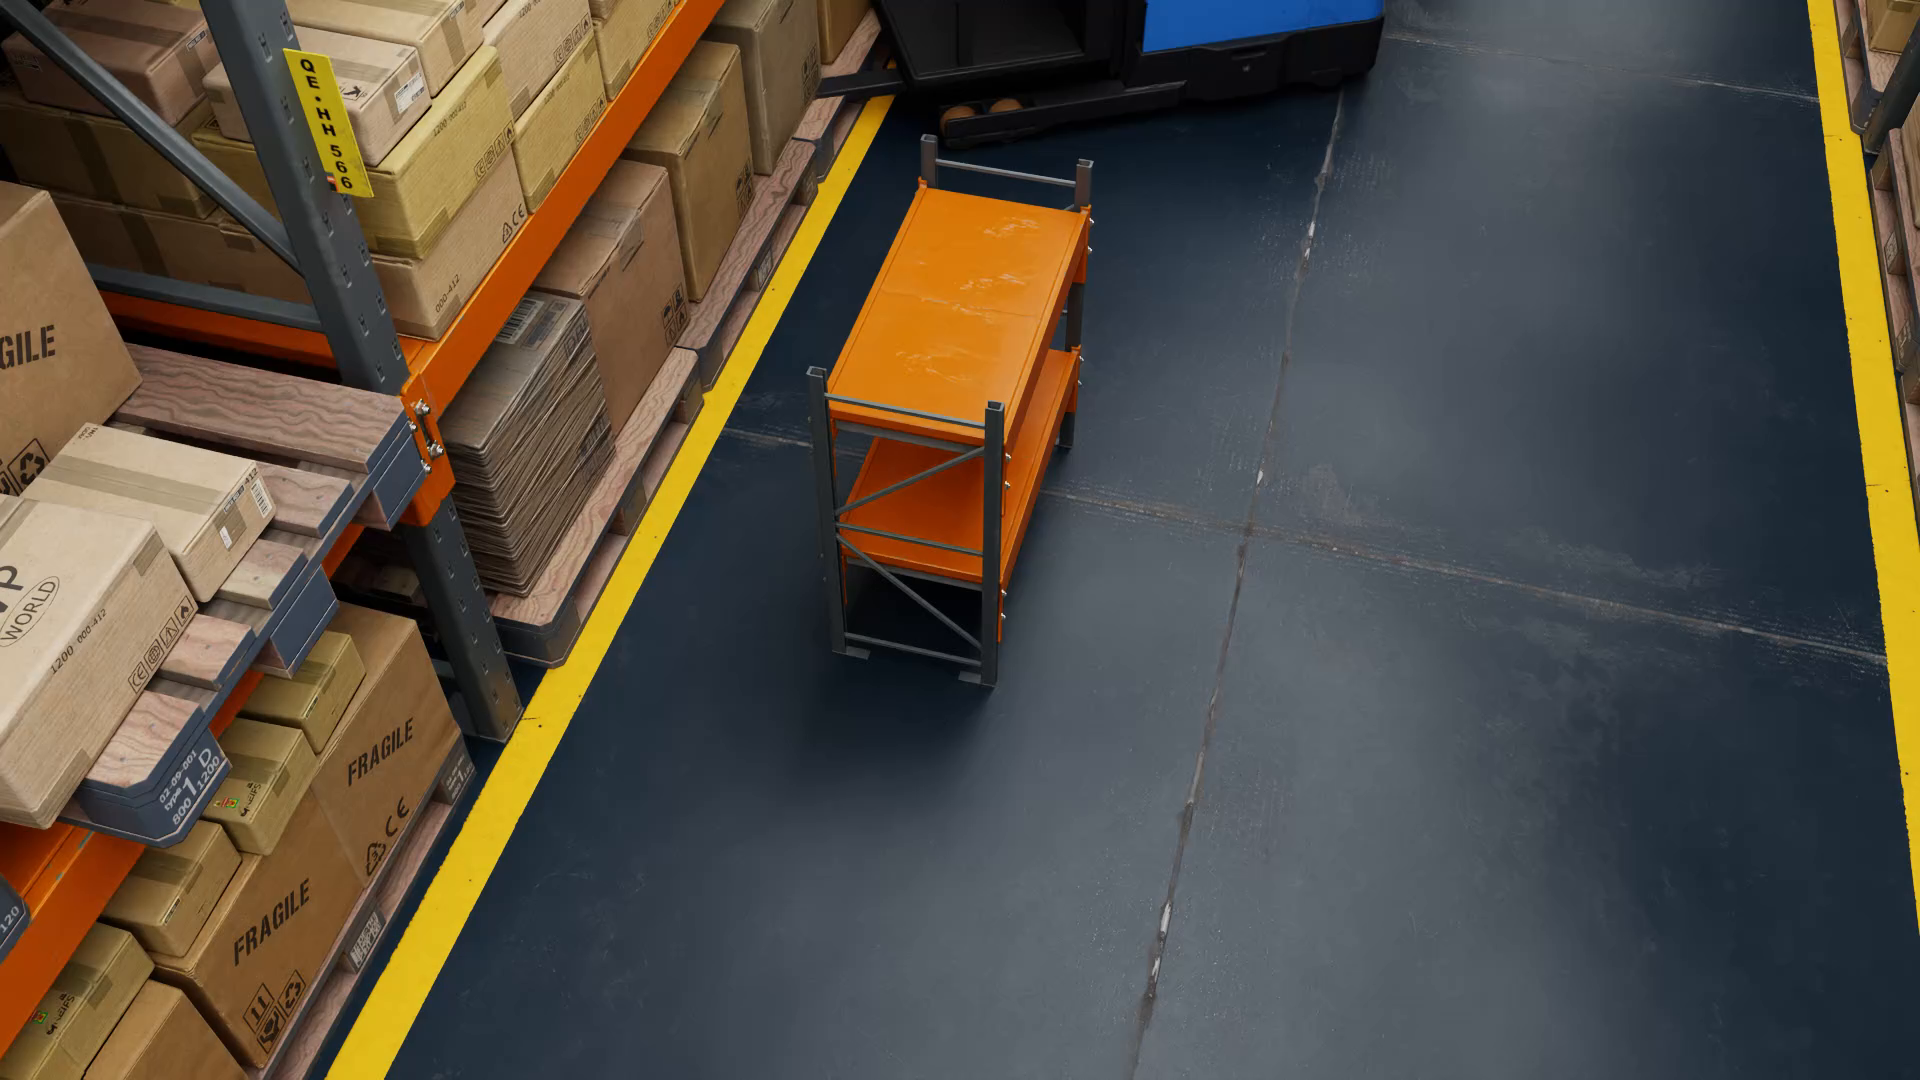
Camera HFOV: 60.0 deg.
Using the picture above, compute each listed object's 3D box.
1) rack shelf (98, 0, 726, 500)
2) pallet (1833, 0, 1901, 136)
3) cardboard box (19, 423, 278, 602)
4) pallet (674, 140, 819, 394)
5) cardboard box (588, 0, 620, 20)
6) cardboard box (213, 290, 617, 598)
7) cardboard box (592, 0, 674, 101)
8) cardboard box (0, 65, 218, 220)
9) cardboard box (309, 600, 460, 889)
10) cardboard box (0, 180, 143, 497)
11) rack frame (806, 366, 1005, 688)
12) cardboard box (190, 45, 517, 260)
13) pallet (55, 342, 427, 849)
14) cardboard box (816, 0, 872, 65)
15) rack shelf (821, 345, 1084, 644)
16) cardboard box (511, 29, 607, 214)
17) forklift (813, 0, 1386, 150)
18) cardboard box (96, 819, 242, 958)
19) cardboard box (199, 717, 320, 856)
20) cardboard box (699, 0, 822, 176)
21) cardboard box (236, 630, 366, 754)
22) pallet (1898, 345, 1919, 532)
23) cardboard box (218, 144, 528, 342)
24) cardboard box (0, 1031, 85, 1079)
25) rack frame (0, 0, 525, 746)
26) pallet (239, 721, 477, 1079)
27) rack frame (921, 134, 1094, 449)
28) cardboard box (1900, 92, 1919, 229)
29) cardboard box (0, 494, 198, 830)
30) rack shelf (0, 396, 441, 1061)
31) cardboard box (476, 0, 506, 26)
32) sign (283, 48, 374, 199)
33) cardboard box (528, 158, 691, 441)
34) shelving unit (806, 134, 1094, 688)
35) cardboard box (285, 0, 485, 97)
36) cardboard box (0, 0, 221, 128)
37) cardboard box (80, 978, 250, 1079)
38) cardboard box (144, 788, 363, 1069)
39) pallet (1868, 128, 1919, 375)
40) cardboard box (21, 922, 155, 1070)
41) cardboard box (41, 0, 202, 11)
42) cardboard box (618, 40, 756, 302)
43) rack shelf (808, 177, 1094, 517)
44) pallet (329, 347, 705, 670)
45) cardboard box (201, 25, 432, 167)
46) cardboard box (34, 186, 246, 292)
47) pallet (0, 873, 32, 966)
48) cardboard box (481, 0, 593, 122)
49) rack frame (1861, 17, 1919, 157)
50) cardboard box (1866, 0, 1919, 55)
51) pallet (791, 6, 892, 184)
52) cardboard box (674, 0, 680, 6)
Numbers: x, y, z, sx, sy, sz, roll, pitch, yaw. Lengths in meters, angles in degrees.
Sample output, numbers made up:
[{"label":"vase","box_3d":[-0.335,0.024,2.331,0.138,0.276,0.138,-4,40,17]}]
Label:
[{"label":"rack shelf","box_3d":[-1.231,-1.759,5.282,1.077,0.370,4.000,12,50,10]},{"label":"pallet","box_3d":[4.228,-2.037,6.907,1.003,0.211,1.213,12,50,10]},{"label":"cardboard box","box_3d":[-1.560,-0.056,3.186,0.380,0.149,0.250,12,50,11]},{"label":"pallet","box_3d":[-1.180,-1.096,6.076,1.003,0.211,1.213,12,50,10]},{"label":"cardboard box","box_3d":[-1.117,-1.676,4.495,0.500,0.250,0.500,10,49,9]},{"label":"cardboard box","box_3d":[-1.580,-0.352,4.864,0.875,0.625,0.625,13,50,11]},{"label":"cardboard box","box_3d":[-1.139,-1.511,4.683,0.500,0.250,0.500,10,49,9]},{"label":"cardboard box","box_3d":[-1.907,-1.046,3.939,0.500,0.250,0.500,13,50,11]},{"label":"cardboard box","box_3d":[-1.661,0.486,4.208,0.500,0.500,0.500,13,50,11]},{"label":"cardboard box","box_3d":[-2.044,-0.381,3.239,0.500,0.500,0.500,14,50,12]},{"label":"rack frame","box_3d":[-0.136,0.000,4.499,0.500,1.125,0.032,12,50,10]},{"label":"cardboard box","box_3d":[-1.381,-0.934,3.841,0.500,0.250,0.500,12,50,10]},{"label":"pallet","box_3d":[-1.868,0.017,3.363,1.213,0.211,1.003,12,50,10]},{"label":"cardboard box","box_3d":[-0.831,-2.418,6.687,0.875,0.625,0.625,14,50,12]},{"label":"rack shelf","box_3d":[-0.002,-0.206,5.007,0.538,0.278,1.000,12,50,10]},{"label":"cardboard box","box_3d":[-1.268,-1.137,4.353,0.500,0.250,0.500,11,49,9]},{"label":"forklift","box_3d":[0.151,-2.963,5.910,3.031,2.935,1.130,-11,49,-9]},{"label":"cardboard box","box_3d":[-1.797,0.715,3.573,0.380,0.149,0.250,10,49,9]},{"label":"cardboard box","box_3d":[-1.685,0.533,3.733,0.380,0.149,0.250,9,49,8]},{"label":"cardboard box","box_3d":[-1.043,-1.858,6.193,0.875,0.625,0.625,11,50,10]},{"label":"cardboard box","box_3d":[-1.643,0.330,3.913,0.380,0.149,0.250,9,49,8]},{"label":"pallet","box_3d":[3.562,-0.096,5.194,1.003,0.211,1.213,12,50,10]},{"label":"cardboard box","box_3d":[-1.405,-0.774,4.032,0.500,0.250,0.500,12,50,10]},{"label":"cardboard box","box_3d":[-1.975,1.078,3.253,0.380,0.149,0.250,11,49,9]},{"label":"rack frame","box_3d":[-1.757,-0.551,3.736,1.000,3.000,0.127,12,50,10]},{"label":"pallet","box_3d":[-1.990,0.904,4.311,1.003,0.211,1.213,12,50,10]},{"label":"rack frame","box_3d":[0.132,-0.735,5.148,0.500,1.125,0.032,12,50,10]},{"label":"cardboard box","box_3d":[3.949,-1.357,5.919,0.950,0.372,0.625,12,50,11]},{"label":"cardboard box","box_3d":[-1.723,0.187,2.904,0.500,0.250,0.500,9,49,8]},{"label":"rack shelf","box_3d":[-2.284,1.134,2.728,1.077,0.370,4.000,12,50,10]},{"label":"cardboard box","box_3d":[-1.278,-1.355,3.946,0.380,0.149,0.250,13,50,11]},{"label":"sign","box_3d":[-1.231,-0.808,3.243,0.100,0.325,0.005,12,50,10]},{"label":"cardboard box","box_3d":[-1.416,-0.827,5.283,0.875,0.625,0.625,13,50,11]},{"label":"shelving unit","box_3d":[-0.002,-0.367,4.824,0.538,1.125,1.048,12,50,10]},{"label":"cardboard box","box_3d":[-1.320,-1.164,3.778,0.380,0.149,0.250,13,50,11]},{"label":"cardboard box","box_3d":[-1.867,-1.074,3.698,0.380,0.149,0.250,13,50,11]},{"label":"cardboard box","box_3d":[-1.938,1.225,3.556,0.500,0.500,0.500,14,50,12]},{"label":"cardboard box","box_3d":[-1.803,0.846,3.890,0.500,0.500,0.500,11,49,9]},{"label":"pallet","box_3d":[3.881,-0.981,5.975,1.003,0.211,1.213,12,50,10]},{"label":"cardboard box","box_3d":[-1.910,0.897,3.412,0.380,0.149,0.250,13,50,11]},{"label":"cardboard box","box_3d":[-1.906,-1.285,3.884,0.380,0.149,0.250,13,50,11]},{"label":"cardboard box","box_3d":[-1.239,-1.314,5.713,0.875,0.625,0.625,10,49,8]},{"label":"rack shelf","box_3d":[-0.002,-0.561,4.605,0.538,0.278,1.000,12,50,10]},{"label":"pallet","box_3d":[-1.503,-0.216,5.300,1.003,0.211,1.213,12,50,10]},{"label":"cardboard box","box_3d":[-1.389,-0.971,3.607,0.380,0.149,0.250,13,50,11]},{"label":"cardboard box","box_3d":[-1.886,-0.877,4.123,0.500,0.250,0.500,11,49,9]},{"label":"pallet","box_3d":[-2.265,0.920,2.565,1.003,0.211,1.213,12,50,10]},{"label":"cardboard box","box_3d":[-1.272,-1.301,4.164,0.500,0.250,0.500,13,50,11]},{"label":"rack frame","box_3d":[4.085,-2.467,5.427,1.000,3.000,0.127,12,50,10]},{"label":"cardboard box","box_3d":[3.981,-2.177,6.725,0.500,0.250,0.500,14,50,12]},{"label":"pallet","box_3d":[-0.861,-1.981,6.857,1.003,0.211,1.213,12,50,10]},{"label":"cardboard box","box_3d":[-1.001,-1.886,5.014,0.500,0.250,0.500,13,50,11]}]
